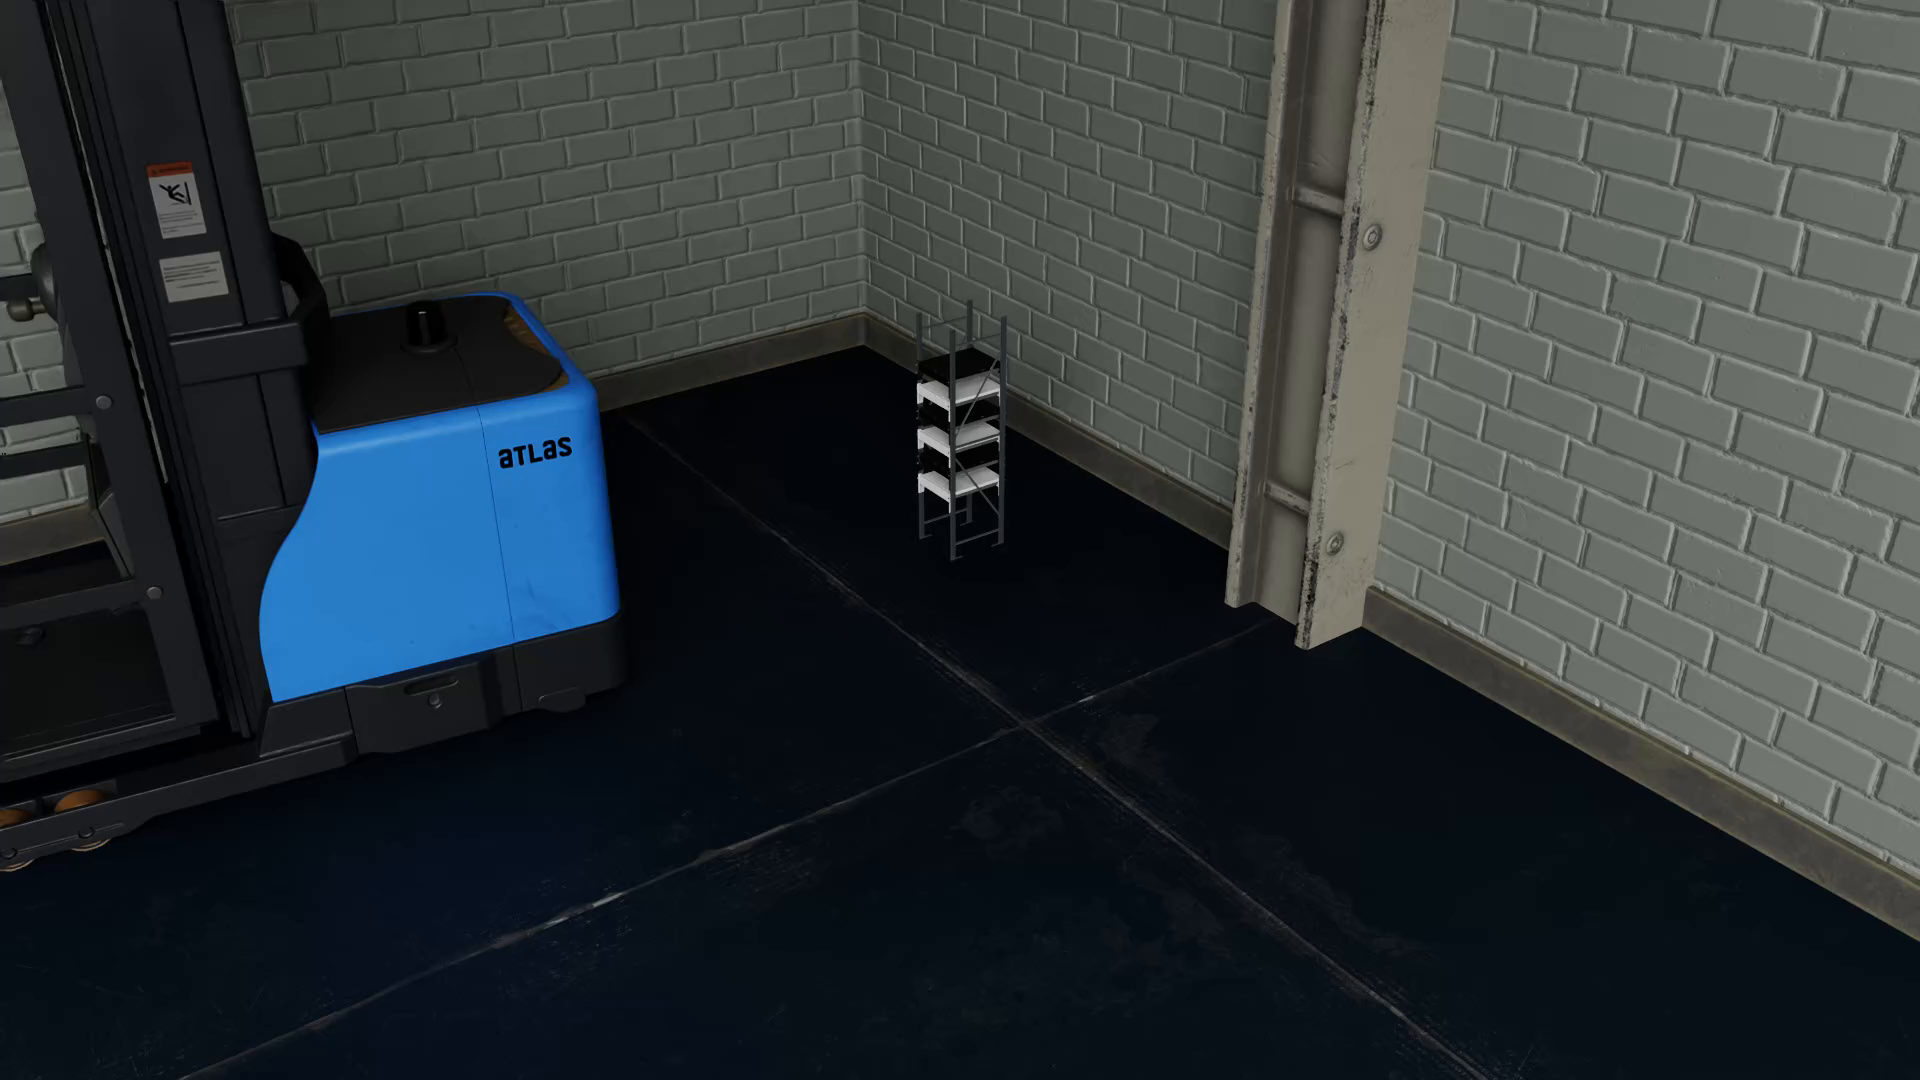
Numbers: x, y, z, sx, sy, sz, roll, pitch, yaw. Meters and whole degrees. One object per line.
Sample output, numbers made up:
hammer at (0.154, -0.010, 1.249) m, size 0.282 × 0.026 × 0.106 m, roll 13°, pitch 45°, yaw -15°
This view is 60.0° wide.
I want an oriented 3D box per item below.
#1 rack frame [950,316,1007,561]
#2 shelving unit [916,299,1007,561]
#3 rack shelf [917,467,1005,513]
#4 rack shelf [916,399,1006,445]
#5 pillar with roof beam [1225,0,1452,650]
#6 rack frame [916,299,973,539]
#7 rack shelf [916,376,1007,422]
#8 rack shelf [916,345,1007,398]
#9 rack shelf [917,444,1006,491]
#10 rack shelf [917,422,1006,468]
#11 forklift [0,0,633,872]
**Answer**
rack frame at (0.064, -0.353, 5.957) m, size 0.240 × 0.900 × 0.006 m, roll -19°, pitch 34°, yaw -31°
shelving unit at (0.005, -0.392, 6.029) m, size 0.258 × 0.900 × 0.210 m, roll -19°, pitch 34°, yaw -31°
rack shelf at (0.005, -0.205, 6.131) m, size 0.258 × 0.077 × 0.200 m, roll -19°, pitch 34°, yaw -31°
rack shelf at (0.005, -0.442, 6.002) m, size 0.258 × 0.077 × 0.200 m, roll -19°, pitch 34°, yaw -31°
pillar with roof beam at (-2.340, -2.512, 1.447) m, size 9.100 × 9.000 × 0.400 m, roll -19°, pitch 34°, yaw -31°
rack frame at (-0.054, -0.432, 6.102) m, size 0.240 × 0.900 × 0.006 m, roll -19°, pitch 34°, yaw -31°
rack shelf at (0.005, -0.521, 5.959) m, size 0.258 × 0.077 × 0.200 m, roll -19°, pitch 34°, yaw -31°
rack shelf at (0.005, -0.600, 5.916) m, size 0.258 × 0.077 × 0.200 m, roll -19°, pitch 34°, yaw -31°
rack shelf at (0.005, -0.284, 6.088) m, size 0.258 × 0.077 × 0.200 m, roll -19°, pitch 34°, yaw -31°
rack shelf at (0.005, -0.363, 6.045) m, size 0.258 × 0.077 × 0.200 m, roll -19°, pitch 34°, yaw -31°
forklift at (-2.596, -0.665, 4.403) m, size 3.031 × 2.935 × 1.130 m, roll -14°, pitch 31°, yaw -24°
